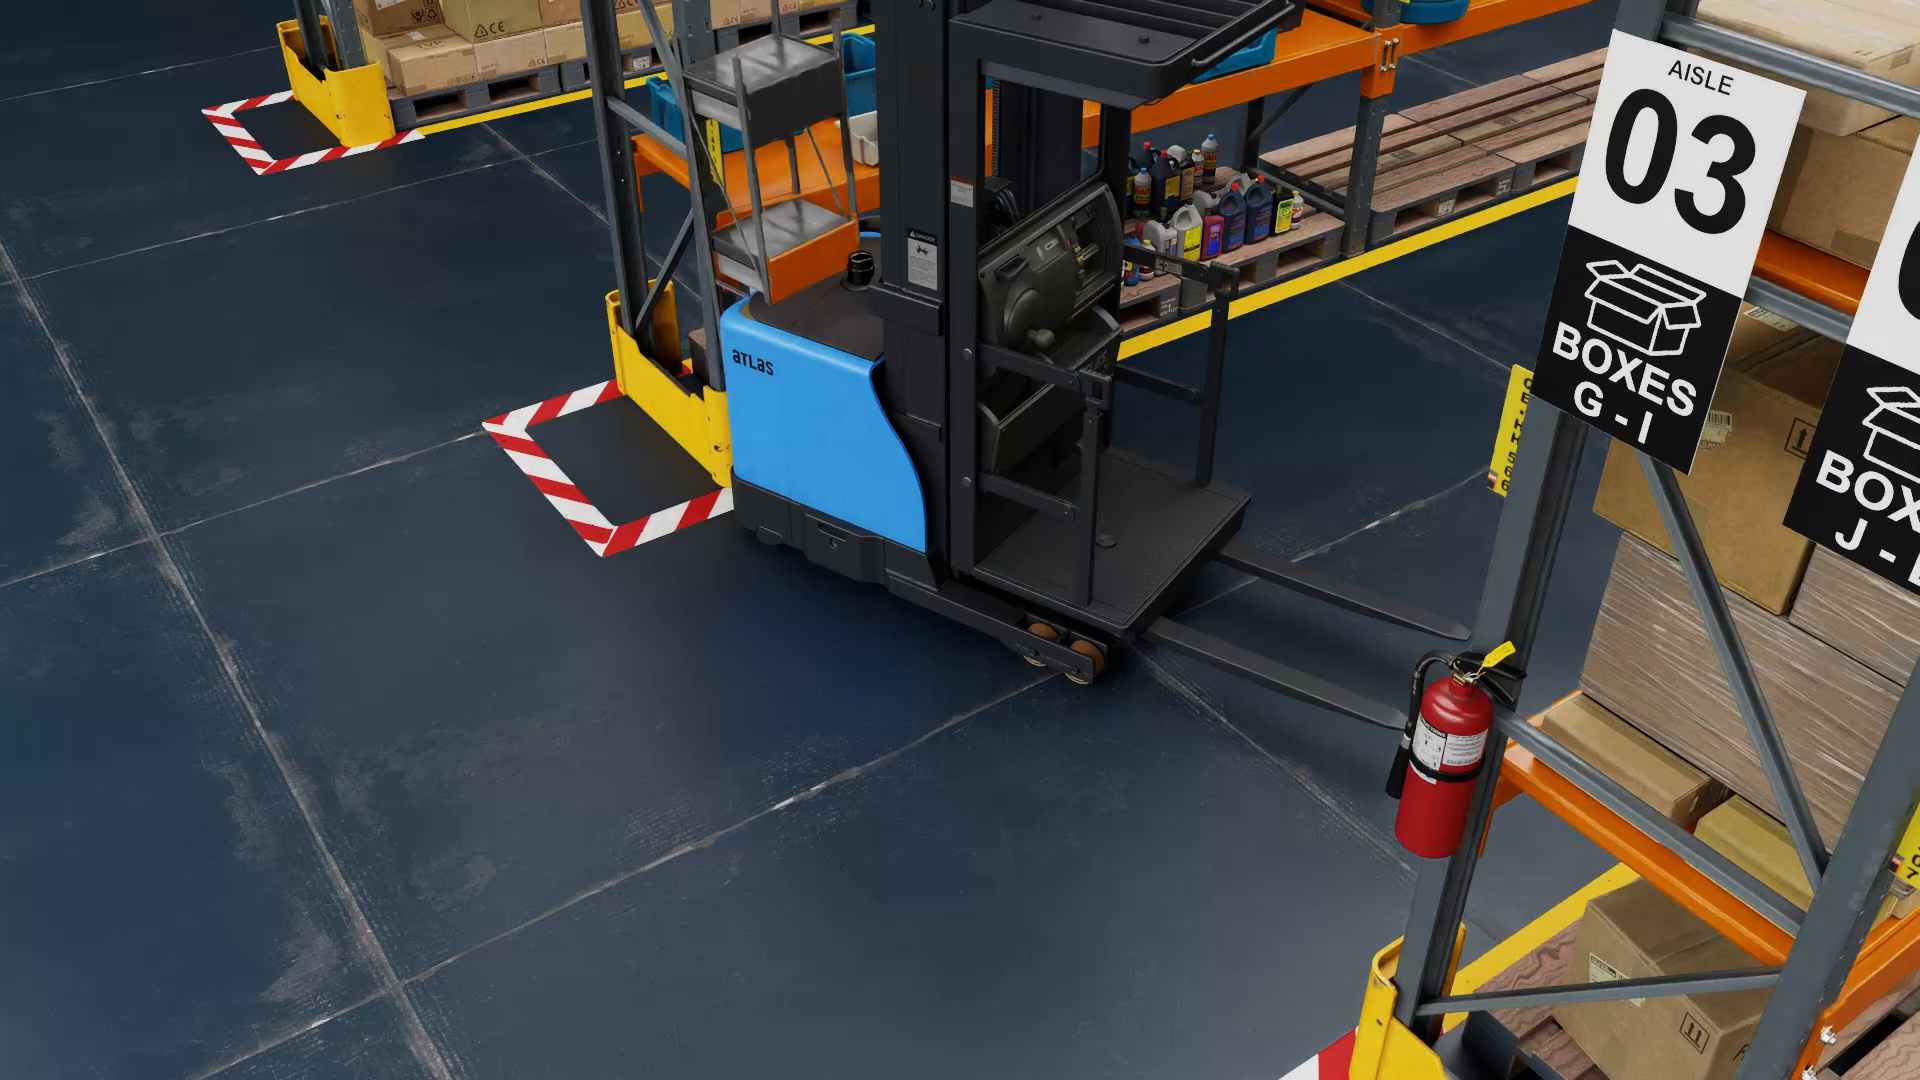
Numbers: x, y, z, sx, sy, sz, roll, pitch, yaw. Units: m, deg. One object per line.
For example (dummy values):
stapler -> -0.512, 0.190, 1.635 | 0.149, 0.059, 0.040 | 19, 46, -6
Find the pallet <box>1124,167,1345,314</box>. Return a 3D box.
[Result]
pallet -> 1.402, -1.735, 9.482 | 1.213, 0.211, 1.003 | -22, 41, -28

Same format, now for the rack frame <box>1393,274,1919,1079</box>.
rack frame -> 1.559, 0.636, 3.797 | 0.127, 3.000, 1.000 | -22, 41, -28

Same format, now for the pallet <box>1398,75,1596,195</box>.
pallet -> 3.593, -2.637, 10.735 | 1.213, 0.211, 1.003 | -22, 41, -28

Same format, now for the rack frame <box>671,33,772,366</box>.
rack frame -> -0.898, -1.008, 6.832 | 0.015, 2.100, 0.400 | -33, 46, -33

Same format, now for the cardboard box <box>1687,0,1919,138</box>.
cardboard box -> 1.606, -0.925, 3.185 | 0.250, 0.149, 0.380 | -22, 41, -28

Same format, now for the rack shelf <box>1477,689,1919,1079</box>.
rack shelf -> 3.194, 0.255, 4.942 | 4.000, 0.370, 1.077 | -22, 41, -28

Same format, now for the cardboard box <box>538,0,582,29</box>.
cardboard box -> -2.769, -3.869, 11.414 | 0.500, 0.500, 0.500 | -22, 41, -28

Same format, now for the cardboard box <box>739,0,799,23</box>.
cardboard box -> -1.543, -4.069, 12.334 | 0.500, 0.250, 0.500 | -22, 41, -28

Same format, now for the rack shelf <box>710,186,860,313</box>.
rack shelf -> -0.725, -1.109, 6.972 | 0.480, 0.518, 0.431 | -33, 46, -33

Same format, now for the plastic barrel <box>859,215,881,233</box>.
plastic barrel -> -0.391, -1.315, 8.280 | 0.421, 0.512, 0.421 | 0, 36, 0

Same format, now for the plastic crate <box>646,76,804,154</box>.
plastic crate -> -1.058, -1.979, 7.560 | 0.616, 0.251, 0.499 | -22, 41, -28

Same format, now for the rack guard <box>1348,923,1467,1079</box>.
rack guard -> 1.621, 1.625, 4.562 | 0.348, 0.500, 1.175 | -22, 41, -28

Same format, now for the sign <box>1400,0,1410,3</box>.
sign -> 2.283, -2.919, 8.503 | 0.005, 0.325, 0.100 | -22, 41, -28

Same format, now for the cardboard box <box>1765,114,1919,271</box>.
cardboard box -> 1.807, -0.804, 3.359 | 0.500, 0.250, 0.500 | -21, 41, -27

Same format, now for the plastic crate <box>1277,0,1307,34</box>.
plastic crate -> 1.474, -2.933, 8.812 | 0.504, 0.338, 0.767 | -22, 41, -28

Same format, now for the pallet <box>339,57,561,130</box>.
pallet -> -3.544, -3.238, 11.572 | 1.213, 0.211, 1.003 | -22, 41, -28

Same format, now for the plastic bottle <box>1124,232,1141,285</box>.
plastic bottle -> 0.895, -1.477, 8.695 | 0.097, 0.271, 0.097 | 0, 36, 0

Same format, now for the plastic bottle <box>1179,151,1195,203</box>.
plastic bottle -> 1.276, -2.079, 9.521 | 0.133, 0.283, 0.061 | -22, 41, -28

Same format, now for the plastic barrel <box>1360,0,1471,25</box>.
plastic barrel -> 2.466, -3.262, 8.787 | 0.708, 0.901, 0.600 | -22, 41, -28

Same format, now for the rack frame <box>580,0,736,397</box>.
rack frame -> -1.294, -1.728, 7.083 | 0.127, 3.000, 1.000 | -22, 41, -28

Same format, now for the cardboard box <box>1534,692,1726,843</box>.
cardboard box -> 1.673, 0.544, 4.140 | 0.250, 0.149, 0.380 | -22, 41, -28

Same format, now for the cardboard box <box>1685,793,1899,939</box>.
cardboard box -> 1.929, 0.756, 3.845 | 0.250, 0.149, 0.380 | -22, 41, -28

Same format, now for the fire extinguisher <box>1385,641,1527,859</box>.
fire extinguisher -> 1.200, 0.486, 4.072 | 0.183, 0.674, 0.296 | -22, 41, -28

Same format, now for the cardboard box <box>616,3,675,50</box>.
cardboard box -> -2.351, -3.725, 11.856 | 0.500, 0.250, 0.500 | -22, 41, -28

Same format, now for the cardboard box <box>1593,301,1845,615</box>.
cardboard box -> 1.866, -0.234, 3.810 | 0.500, 0.500, 0.500 | -22, 41, -28

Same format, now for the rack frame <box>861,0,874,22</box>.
rack frame -> -0.875, -5.439, 12.243 | 0.127, 3.000, 1.000 | -22, 41, -28

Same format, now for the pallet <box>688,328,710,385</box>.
pallet -> -0.592, -0.915, 8.341 | 1.213, 0.211, 1.003 | -22, 41, -28

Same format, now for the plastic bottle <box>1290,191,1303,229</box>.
plastic bottle -> 1.858, -1.845, 9.266 | 0.097, 0.201, 0.097 | 0, 36, 0

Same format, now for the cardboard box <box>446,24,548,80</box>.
cardboard box -> -3.172, -3.392, 11.392 | 0.500, 0.250, 0.500 | -22, 41, -28

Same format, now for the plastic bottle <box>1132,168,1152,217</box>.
plastic bottle -> 1.027, -1.964, 9.372 | 0.097, 0.271, 0.097 | 0, 36, 0

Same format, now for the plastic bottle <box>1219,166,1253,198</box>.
plastic bottle -> 1.532, -1.891, 9.202 | 0.185, 0.351, 0.144 | -22, 41, -28

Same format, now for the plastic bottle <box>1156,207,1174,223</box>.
plastic bottle -> 1.114, -1.662, 8.942 | 0.133, 0.283, 0.061 | -22, 41, -28

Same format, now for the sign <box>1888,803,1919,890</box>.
sign -> 1.872, 0.543, 3.184 | 0.005, 0.325, 0.100 | -22, 41, -28

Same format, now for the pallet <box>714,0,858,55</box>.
pallet -> -1.549, -4.059, 12.713 | 1.213, 0.211, 1.003 | -22, 41, -28

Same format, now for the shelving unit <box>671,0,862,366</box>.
shelving unit -> -0.726, -1.119, 6.964 | 0.503, 2.100, 0.431 | -33, 46, -33

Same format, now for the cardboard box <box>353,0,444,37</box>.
cardboard box -> -3.878, -3.774, 11.282 | 0.500, 0.500, 0.500 | -22, 41, -28

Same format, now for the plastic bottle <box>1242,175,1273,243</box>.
plastic bottle -> 1.615, -1.822, 9.107 | 0.185, 0.351, 0.144 | -24, 42, -29

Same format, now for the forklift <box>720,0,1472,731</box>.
forklift -> 0.521, -0.985, 6.110 | 3.031, 2.935, 1.130 | 21, 41, 27

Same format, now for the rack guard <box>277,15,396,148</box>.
rack guard -> -4.164, -3.070, 11.091 | 0.348, 0.500, 1.175 | -22, 41, -28

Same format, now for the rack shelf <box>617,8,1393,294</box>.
rack shelf -> 0.340, -2.109, 8.229 | 4.000, 0.370, 1.077 | -22, 41, -28

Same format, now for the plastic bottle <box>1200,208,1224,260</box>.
plastic bottle -> 1.349, -1.656, 8.933 | 0.133, 0.283, 0.061 | -20, 40, -25

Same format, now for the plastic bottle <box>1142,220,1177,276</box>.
plastic bottle -> 1.059, -1.566, 8.814 | 0.135, 0.276, 0.152 | -22, 41, -27

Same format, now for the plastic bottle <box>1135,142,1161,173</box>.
plastic bottle -> 1.076, -2.103, 9.497 | 0.185, 0.351, 0.144 | -21, 41, -27

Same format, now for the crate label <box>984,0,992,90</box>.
crate label -> 0.054, -2.490, 8.113 | 0.616, 0.435, 0.502 | -22, 41, -28

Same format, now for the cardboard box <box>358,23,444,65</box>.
cardboard box -> -3.877, -3.469, 11.499 | 0.500, 0.250, 0.500 | -22, 41, -28

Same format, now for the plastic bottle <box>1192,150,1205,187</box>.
plastic bottle -> 1.379, -2.184, 9.737 | 0.097, 0.201, 0.097 | 0, 36, 0

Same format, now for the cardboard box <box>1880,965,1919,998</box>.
cardboard box -> 2.548, 1.061, 4.987 | 0.500, 0.500, 0.500 | -12, 37, -16

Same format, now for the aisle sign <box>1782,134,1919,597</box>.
aisle sign -> 1.681, -0.255, 2.810 | 0.004, 0.787, 0.394 | -22, 41, -28
